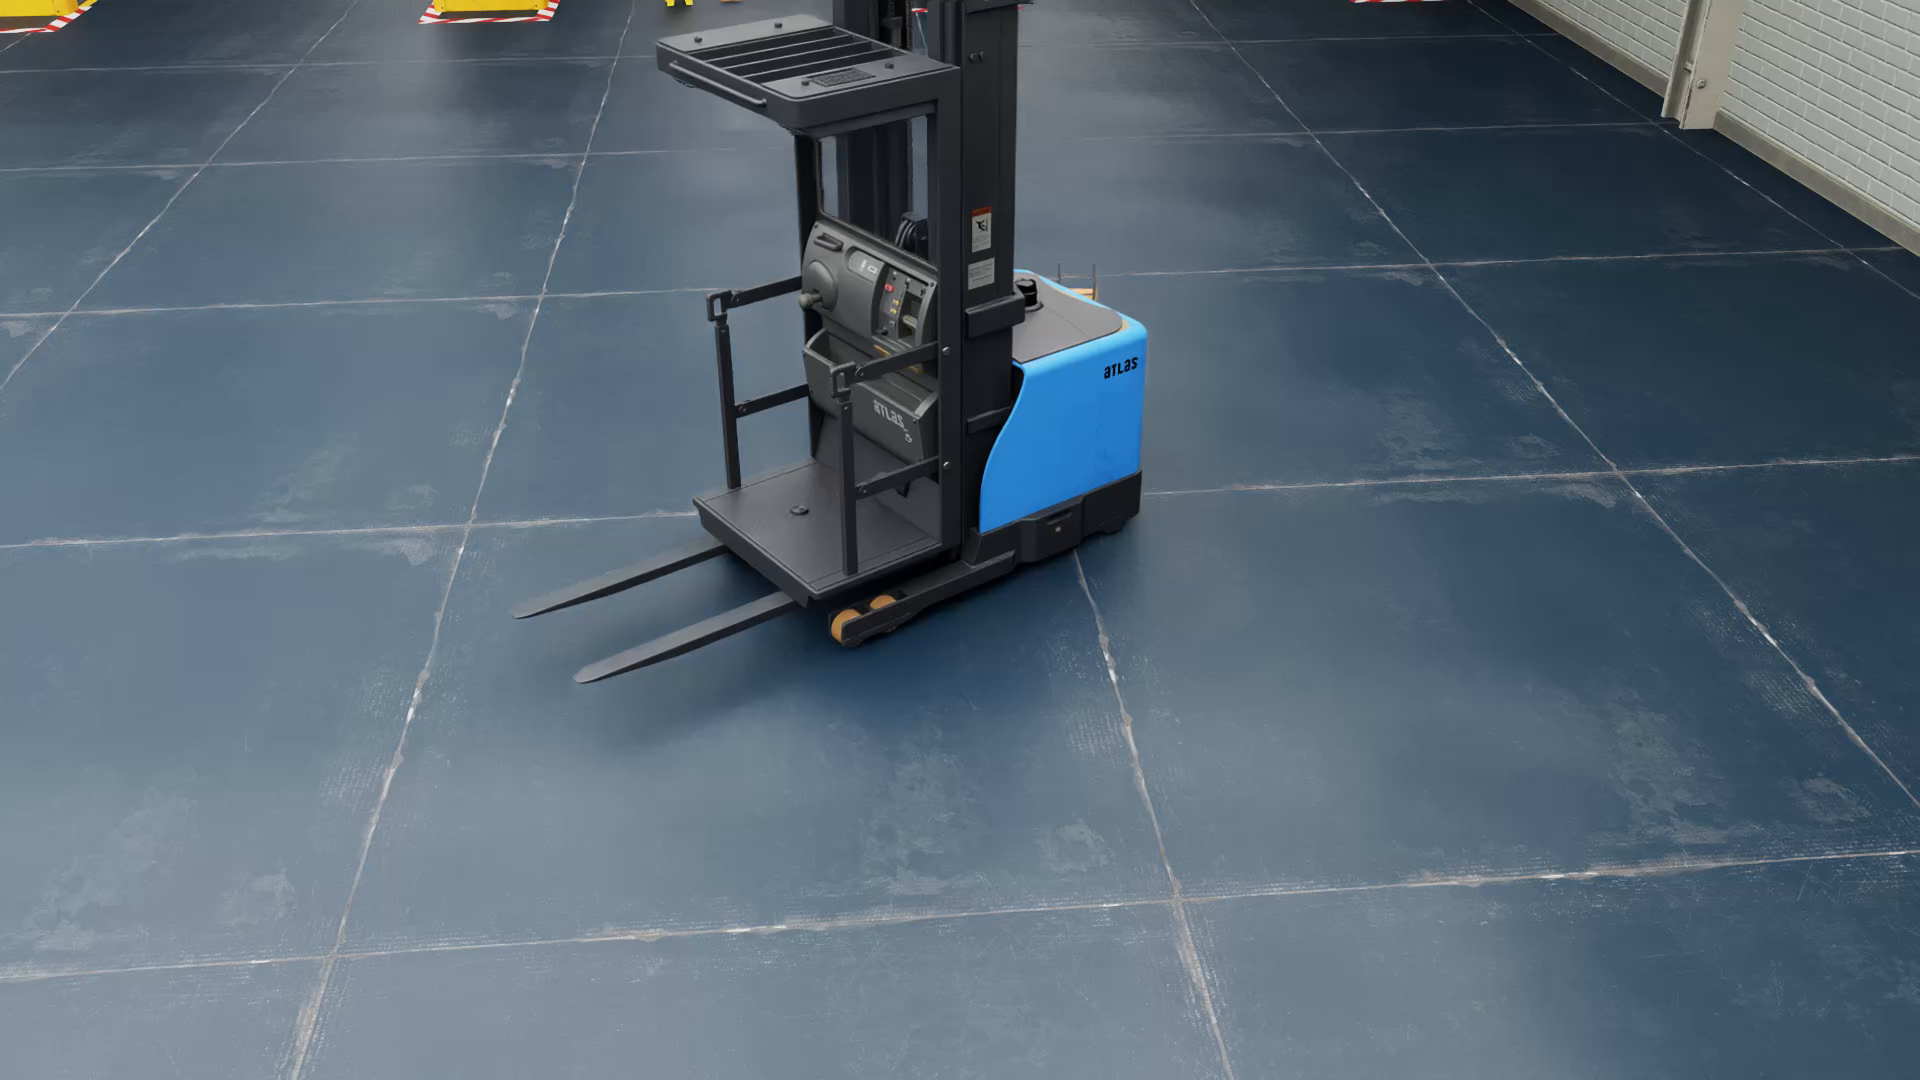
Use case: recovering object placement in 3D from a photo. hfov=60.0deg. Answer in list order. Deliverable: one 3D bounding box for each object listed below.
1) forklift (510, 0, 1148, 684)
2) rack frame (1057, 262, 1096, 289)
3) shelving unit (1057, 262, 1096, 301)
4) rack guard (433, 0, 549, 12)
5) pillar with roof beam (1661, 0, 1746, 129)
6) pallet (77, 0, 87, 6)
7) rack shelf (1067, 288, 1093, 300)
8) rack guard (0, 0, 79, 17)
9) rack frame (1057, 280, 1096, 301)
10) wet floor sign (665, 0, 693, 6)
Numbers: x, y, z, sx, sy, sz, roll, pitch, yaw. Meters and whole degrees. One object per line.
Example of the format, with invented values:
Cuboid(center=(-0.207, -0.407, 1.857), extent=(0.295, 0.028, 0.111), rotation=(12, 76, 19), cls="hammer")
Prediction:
Cuboid(center=(-0.572, -1.086, 7.210), extent=(3.031, 2.935, 1.130), rotation=(-22, 37, -32), cls="forklift")
Cuboid(center=(0.604, -0.984, 8.873), extent=(0.200, 1.050, 0.008), rotation=(2, 31, 3), cls="rack frame")
Cuboid(center=(0.596, -0.921, 8.768), extent=(0.215, 1.050, 0.252), rotation=(2, 31, 3), cls="shelving unit")
Cuboid(center=(-5.009, -5.924, 17.681), extent=(1.175, 0.500, 0.348), rotation=(-3, 31, -5), cls="rack guard")
Cuboid(center=(1.956, -7.243, 11.600), extent=(9.100, 9.000, 0.400), rotation=(-3, 31, -5), cls="pillar with roof beam")
Cuboid(center=(-10.007, -6.082, 18.226), extent=(1.003, 0.211, 1.213), rotation=(-3, 31, -5), cls="pallet")
Cuboid(center=(0.596, -1.156, 8.628), extent=(0.215, 0.259, 0.240), rotation=(2, 31, 3), cls="rack shelf")
Cuboid(center=(-9.966, -5.789, 17.455), extent=(1.175, 0.500, 0.348), rotation=(-3, 31, -5), cls="rack guard")
Cuboid(center=(0.588, -0.859, 8.664), extent=(0.200, 1.050, 0.008), rotation=(2, 31, 3), cls="rack frame")
Cuboid(center=(-3.037, -6.079, 17.798), extent=(0.267, 0.644, 0.232), rotation=(-8, 32, -13), cls="wet floor sign")
